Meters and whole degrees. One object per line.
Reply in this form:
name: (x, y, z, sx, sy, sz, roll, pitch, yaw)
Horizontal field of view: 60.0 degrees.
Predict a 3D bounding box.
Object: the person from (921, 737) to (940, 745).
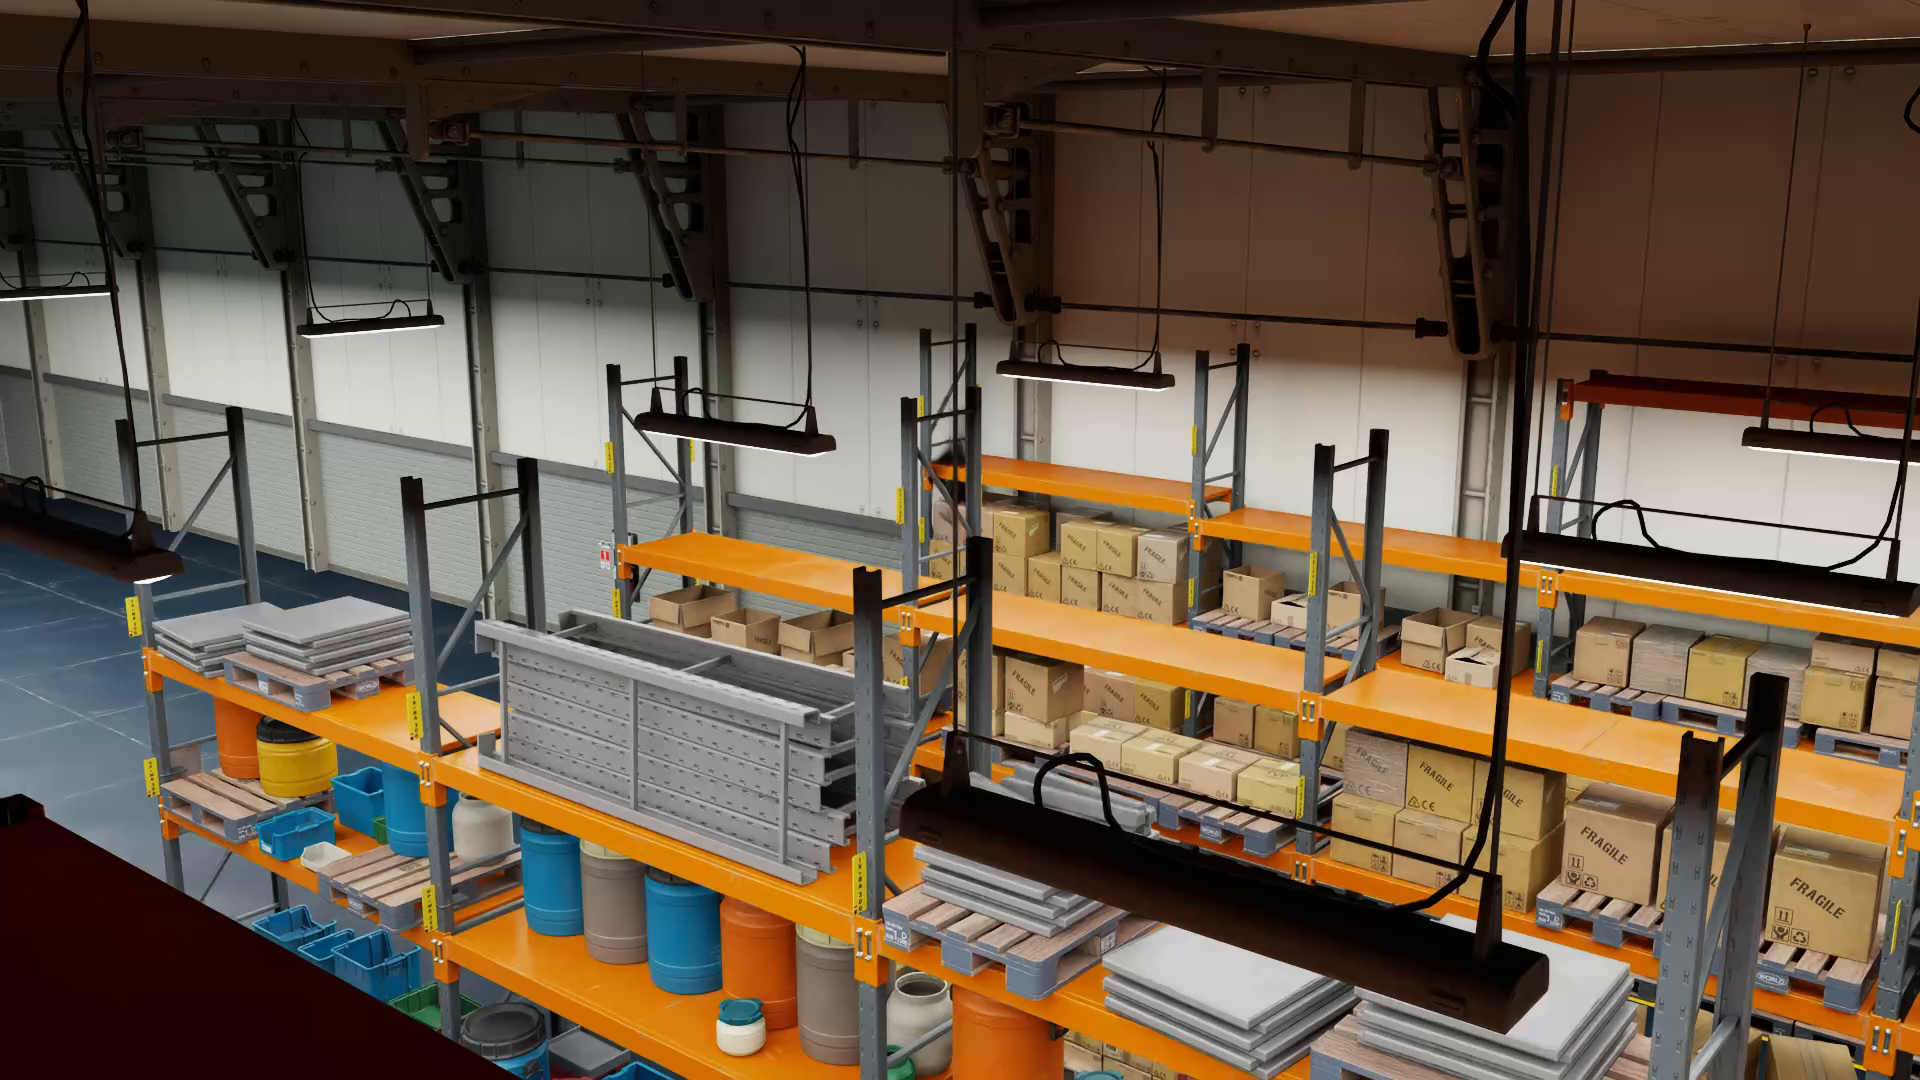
person: (-0.309, 2.916, 19.477, 0.824, 1.754, 0.683, 5, 14, 21)
